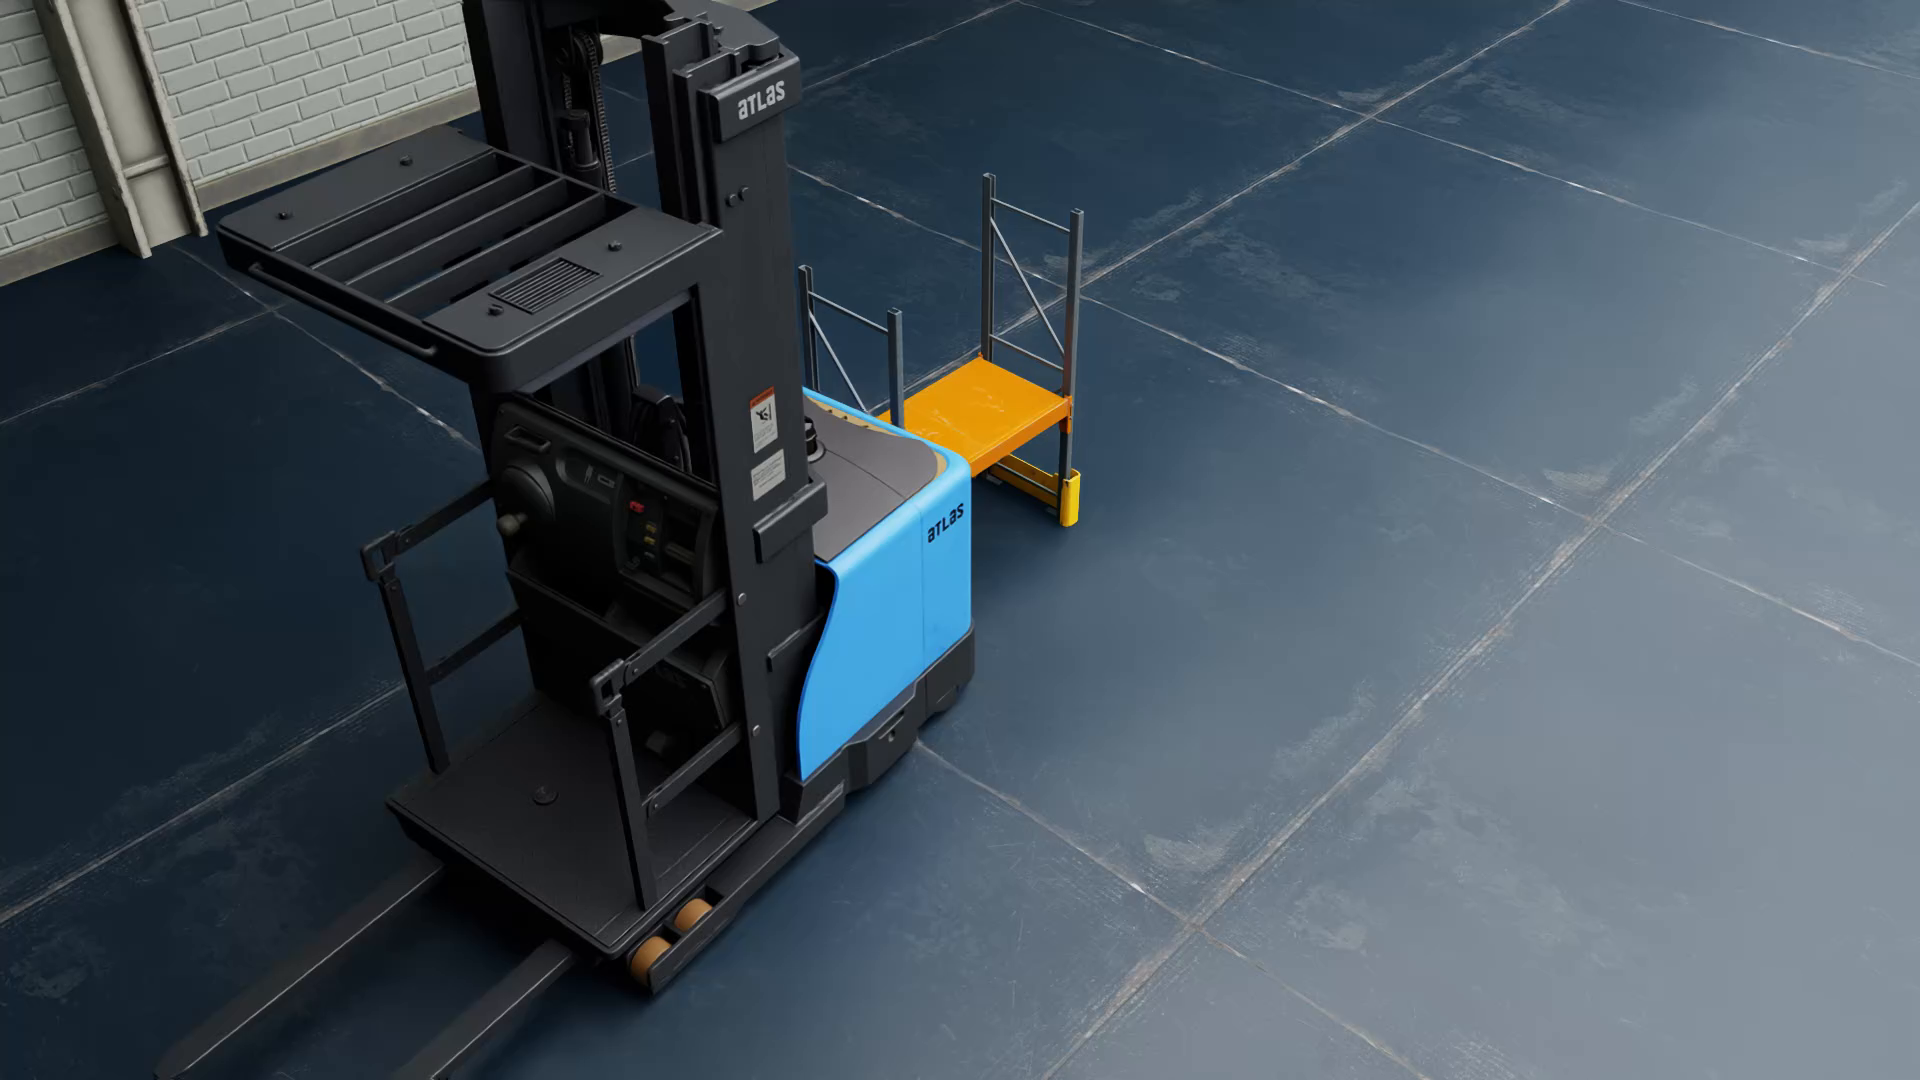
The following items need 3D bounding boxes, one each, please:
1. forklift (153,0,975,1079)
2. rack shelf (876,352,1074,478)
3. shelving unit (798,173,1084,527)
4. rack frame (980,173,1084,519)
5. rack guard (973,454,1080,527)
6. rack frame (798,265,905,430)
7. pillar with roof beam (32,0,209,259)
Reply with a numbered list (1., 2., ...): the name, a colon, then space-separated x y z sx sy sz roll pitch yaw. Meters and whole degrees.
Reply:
1. forklift: -1.223 -0.036 4.940 1.130 2.935 3.031 25 45 28
2. rack shelf: -0.057 -0.408 6.846 0.538 0.185 1.000 30 47 32
3. shelving unit: -0.051 -0.552 6.740 0.587 1.500 1.083 30 47 32
4. rack frame: 0.286 -0.782 7.028 0.500 1.500 0.032 30 47 32
5. rack guard: 0.285 -0.292 7.417 0.587 0.250 0.087 30 47 32
6. rack frame: -0.400 -0.315 6.441 0.500 1.500 0.032 30 47 32
7. pillar with roof beam: -1.328 -3.426 4.328 9.100 9.000 0.400 30 47 32
